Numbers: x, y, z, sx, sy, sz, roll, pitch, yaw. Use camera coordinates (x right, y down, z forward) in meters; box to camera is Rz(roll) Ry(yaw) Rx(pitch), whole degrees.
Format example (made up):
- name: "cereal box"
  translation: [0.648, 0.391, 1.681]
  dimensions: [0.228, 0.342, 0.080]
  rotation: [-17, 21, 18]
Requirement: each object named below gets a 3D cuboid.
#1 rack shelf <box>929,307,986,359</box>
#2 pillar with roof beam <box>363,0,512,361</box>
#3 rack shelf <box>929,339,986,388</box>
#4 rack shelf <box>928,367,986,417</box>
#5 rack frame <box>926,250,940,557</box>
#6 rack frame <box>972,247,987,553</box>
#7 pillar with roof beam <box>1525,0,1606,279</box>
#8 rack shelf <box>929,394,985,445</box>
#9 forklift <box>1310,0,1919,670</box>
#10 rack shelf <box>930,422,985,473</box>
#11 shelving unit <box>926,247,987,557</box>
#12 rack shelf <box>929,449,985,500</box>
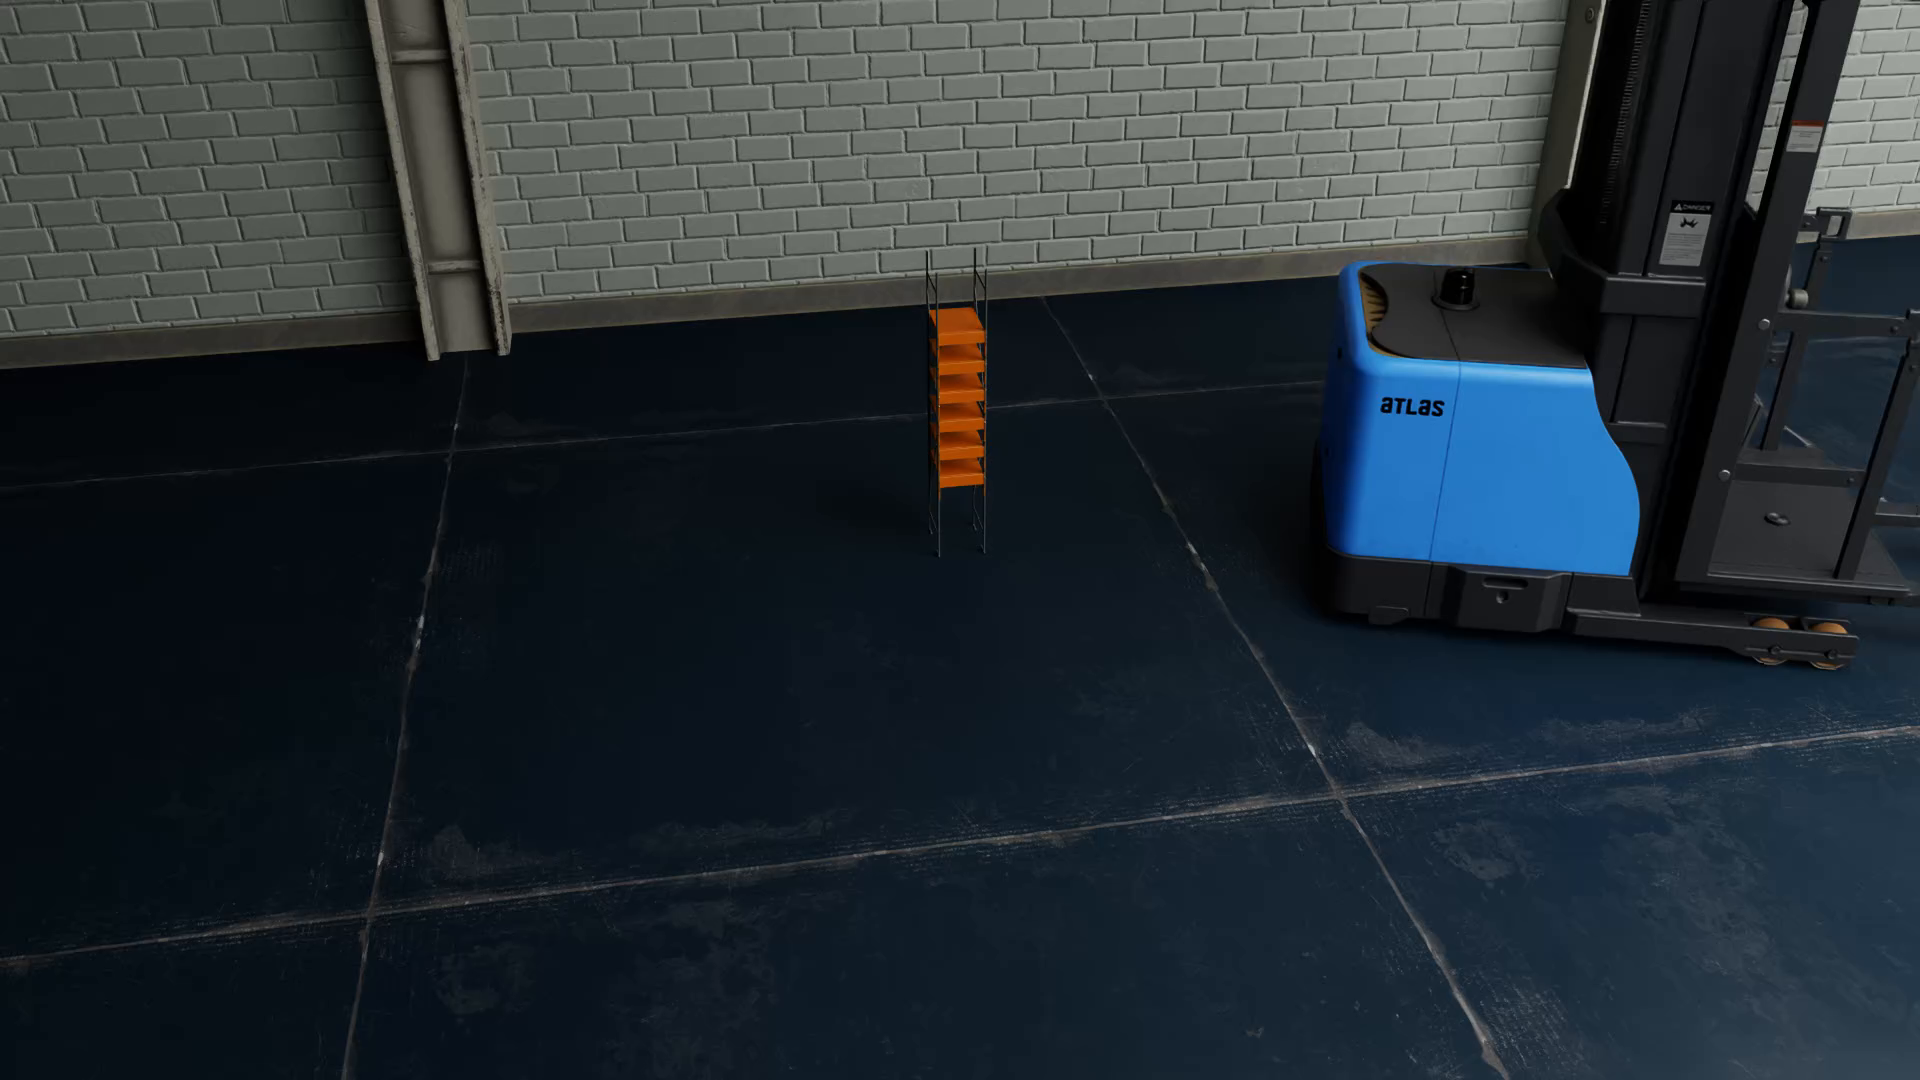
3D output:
- name: "rack shelf"
  translation: [-0.014, -0.788, 6.284]
  dimensions: [0.180, 0.103, 0.258]
  rotation: [-5, 31, -9]
- name: "pillar with roof beam"
  translation: [-1.706, -2.719, 2.497]
  dimensions: [0.400, 9.000, 9.100]
  rotation: [-5, 31, -9]
- name: "rack shelf"
  translation: [-0.014, -0.684, 6.344]
  dimensions: [0.180, 0.103, 0.258]
  rotation: [-5, 31, -9]
- name: "rack shelf"
  translation: [-0.014, -0.581, 6.405]
  dimensions: [0.180, 0.103, 0.258]
  rotation: [-5, 31, -9]
- name: "rack frame"
  translation: [-0.104, -0.508, 6.429]
  dimensions: [0.006, 1.200, 0.240]
  rotation: [-5, 31, -9]
- name: "rack frame"
  translation: [0.076, -0.524, 6.458]
  dimensions: [0.006, 1.200, 0.240]
  rotation: [-5, 31, -9]
- name: "pillar with roof beam"
  translation: [4.195, -3.267, 3.428]
  dimensions: [0.400, 9.000, 9.100]
  rotation: [-5, 31, -9]
- name: "rack shelf"
  translation: [-0.014, -0.478, 6.466]
  dimensions: [0.180, 0.103, 0.258]
  rotation: [-5, 31, -9]
- name: "forklift"
  translation: [2.902, -1.089, 5.710]
  dimensions: [3.031, 2.935, 1.130]
  rotation: [4, 31, 7]
- name: "rack shelf"
  translation: [-0.014, -0.374, 6.527]
  dimensions: [0.180, 0.103, 0.258]
  rotation: [-5, 31, -9]
- name: "shelving unit"
  translation: [-0.014, -0.516, 6.444]
  dimensions: [0.189, 1.200, 0.258]
  rotation: [-5, 31, -9]
- name: "rack shelf"
  translation: [-0.014, -0.271, 6.588]
  dimensions: [0.180, 0.103, 0.258]
  rotation: [-5, 31, -9]
